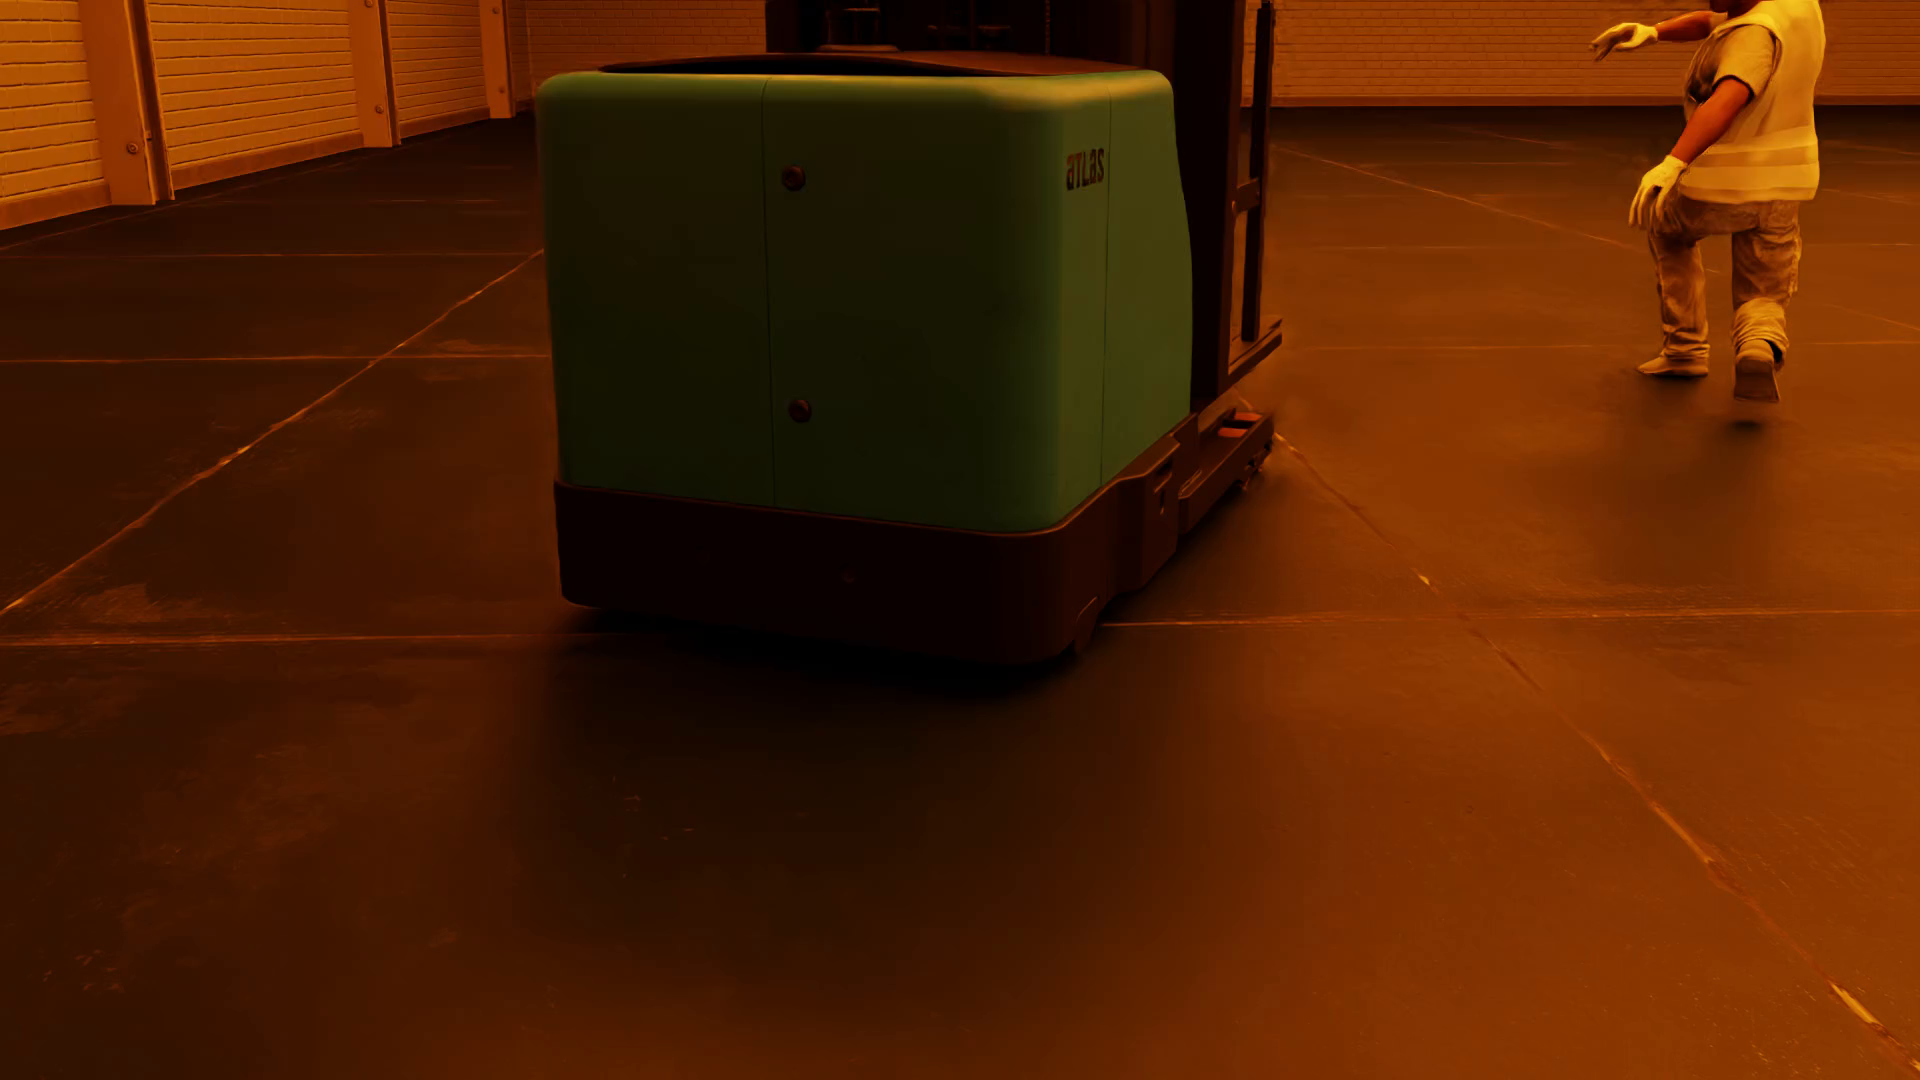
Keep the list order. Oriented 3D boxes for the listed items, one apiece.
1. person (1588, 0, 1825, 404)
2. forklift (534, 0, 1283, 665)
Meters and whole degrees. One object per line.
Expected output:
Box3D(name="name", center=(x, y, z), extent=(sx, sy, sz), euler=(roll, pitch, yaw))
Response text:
Box3D(name="person", center=(2.333, -1.169, 5.245), extent=(0.781, 1.535, 0.969), euler=(-2, 17, -6))
Box3D(name="forklift", center=(0.215, -1.570, 4.040), extent=(1.130, 2.935, 3.031), euler=(7, 18, 21))
